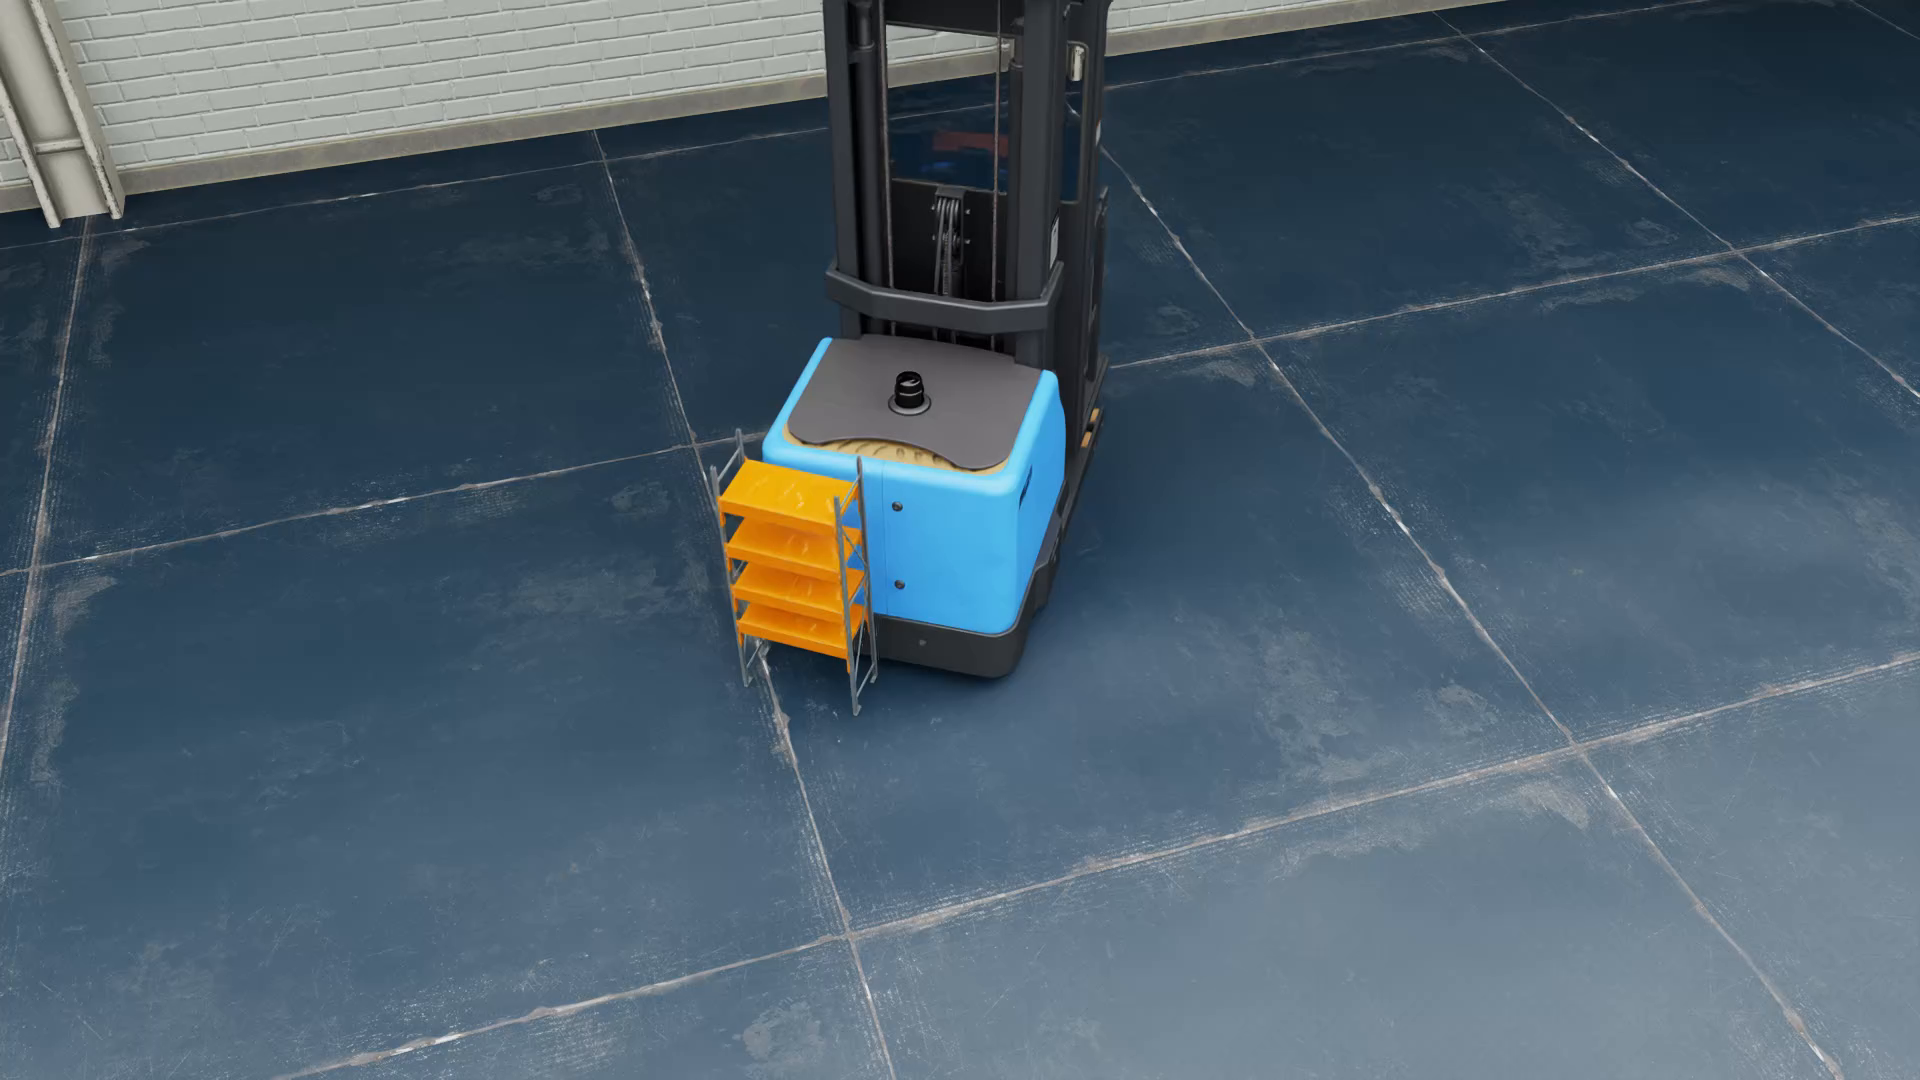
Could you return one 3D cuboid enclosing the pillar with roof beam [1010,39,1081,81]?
[{"bbox_3d":[1.860,-3.824,5.137,0.400,9.000,9.100,-12,42,-13],"label":"pillar with roof beam"}]

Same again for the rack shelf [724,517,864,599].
[{"bbox_3d":[-0.631,0.037,6.399,0.480,0.148,0.258,13,45,14],"label":"rack shelf"}]

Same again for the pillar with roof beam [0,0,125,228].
[{"bbox_3d":[-3.863,-2.638,3.779,0.400,9.000,9.100,-12,42,-13],"label":"pillar with roof beam"}]

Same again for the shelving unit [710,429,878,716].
[{"bbox_3d":[-0.628,0.150,6.507,0.503,1.200,0.258,13,45,14],"label":"shelving unit"}]

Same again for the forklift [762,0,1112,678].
[{"bbox_3d":[0.084,-1.518,7.110,1.130,2.935,3.031,10,42,11],"label":"forklift"}]

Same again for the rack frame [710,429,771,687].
[{"bbox_3d":[-0.858,0.097,6.568,0.015,1.200,0.240,13,45,14],"label":"rack frame"}]

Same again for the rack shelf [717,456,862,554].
[{"bbox_3d":[-0.634,-0.135,6.236,0.480,0.148,0.258,13,45,14],"label":"rack shelf"}]

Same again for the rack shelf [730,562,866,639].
[{"bbox_3d":[-0.627,0.199,6.553,0.480,0.148,0.258,13,45,14],"label":"rack shelf"}]

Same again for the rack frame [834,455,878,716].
[{"bbox_3d":[-0.398,0.203,6.446,0.015,1.200,0.240,13,45,14],"label":"rack frame"}]

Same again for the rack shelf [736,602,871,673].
[{"bbox_3d":[-0.624,0.343,6.690,0.480,0.148,0.258,13,45,14],"label":"rack shelf"}]
